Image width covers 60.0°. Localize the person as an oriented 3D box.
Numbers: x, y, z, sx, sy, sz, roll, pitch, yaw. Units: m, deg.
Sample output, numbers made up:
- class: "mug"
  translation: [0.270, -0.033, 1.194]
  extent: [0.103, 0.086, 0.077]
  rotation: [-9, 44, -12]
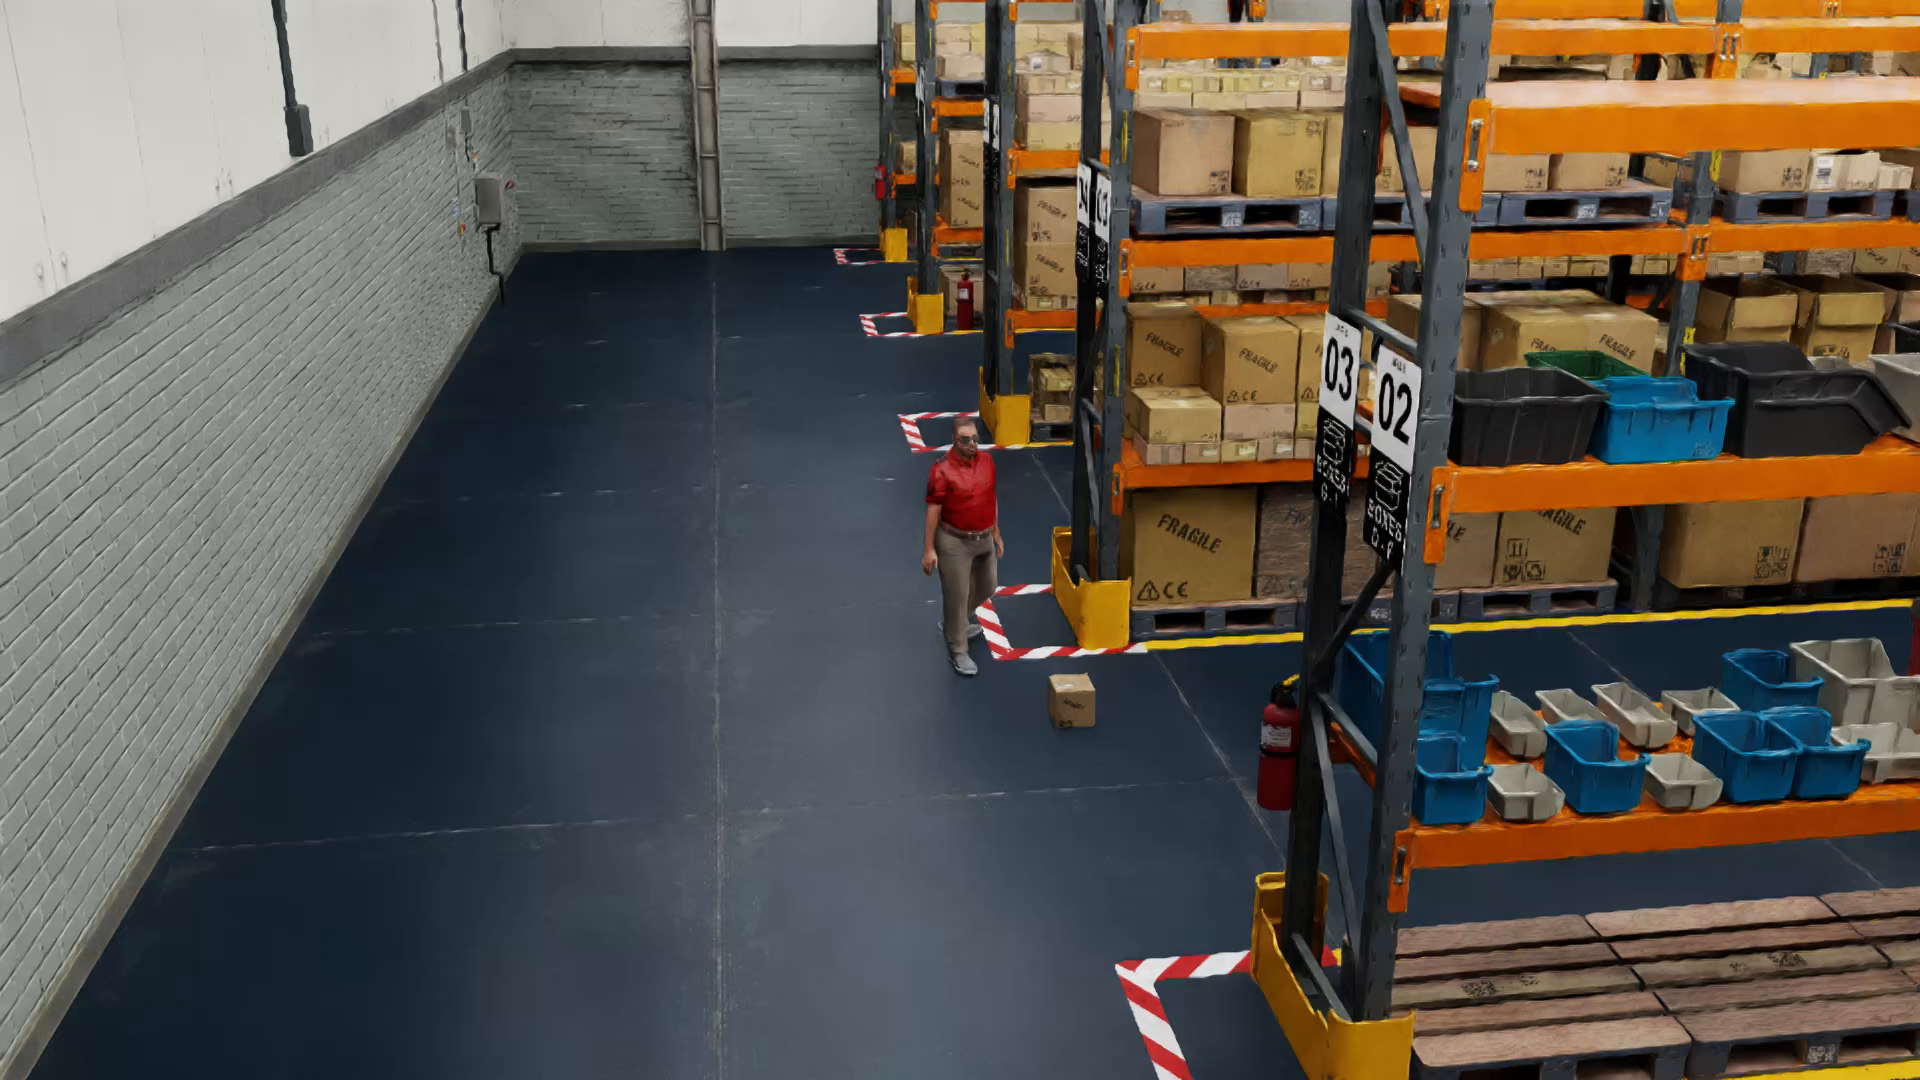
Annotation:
- class: "person"
  translation: [0.000, -0.004, 11.100]
  extent: [0.676, 1.721, 0.589]
  rotation: [-17, 26, -39]
